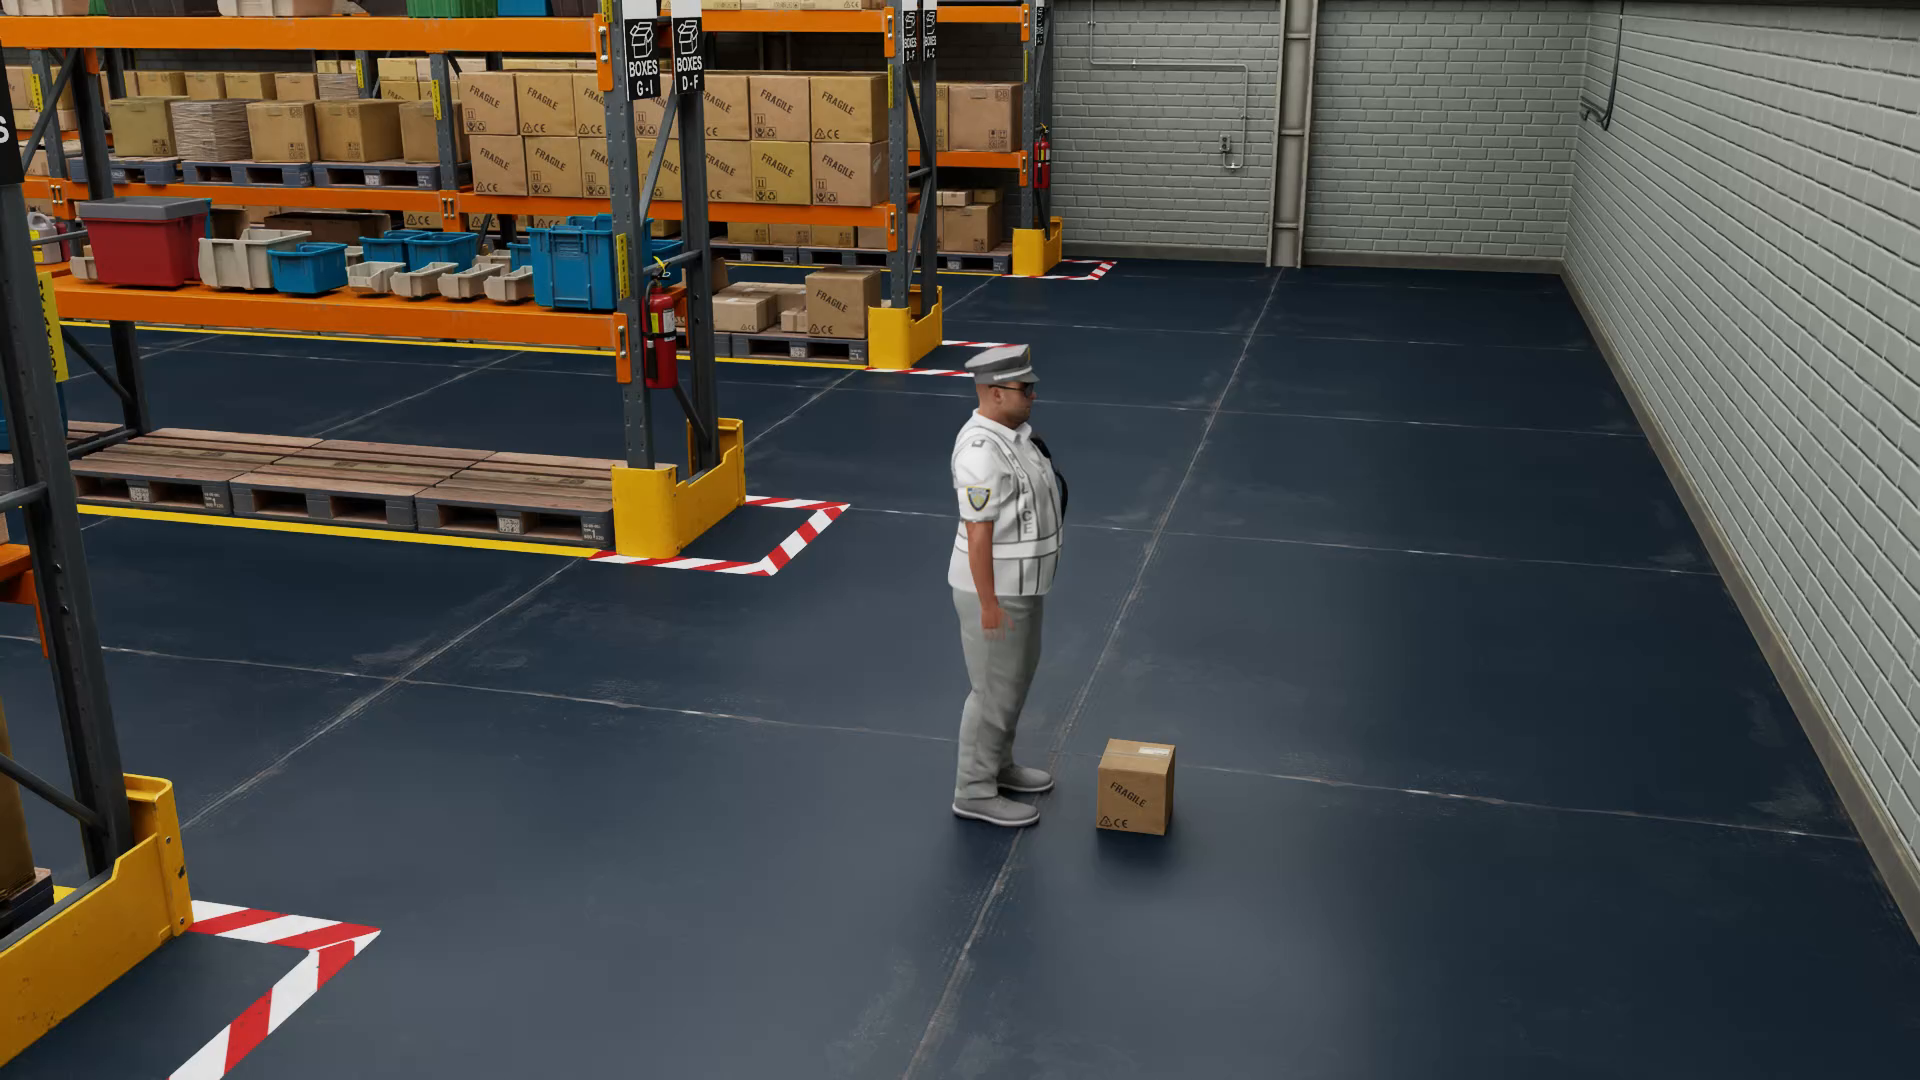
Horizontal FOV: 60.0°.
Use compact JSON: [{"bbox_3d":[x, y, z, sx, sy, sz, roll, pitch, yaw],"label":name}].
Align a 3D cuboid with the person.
[{"bbox_3d":[0.171,0.155,6.062,0.395,1.761,0.527,5,19,15],"label":"person"}]
